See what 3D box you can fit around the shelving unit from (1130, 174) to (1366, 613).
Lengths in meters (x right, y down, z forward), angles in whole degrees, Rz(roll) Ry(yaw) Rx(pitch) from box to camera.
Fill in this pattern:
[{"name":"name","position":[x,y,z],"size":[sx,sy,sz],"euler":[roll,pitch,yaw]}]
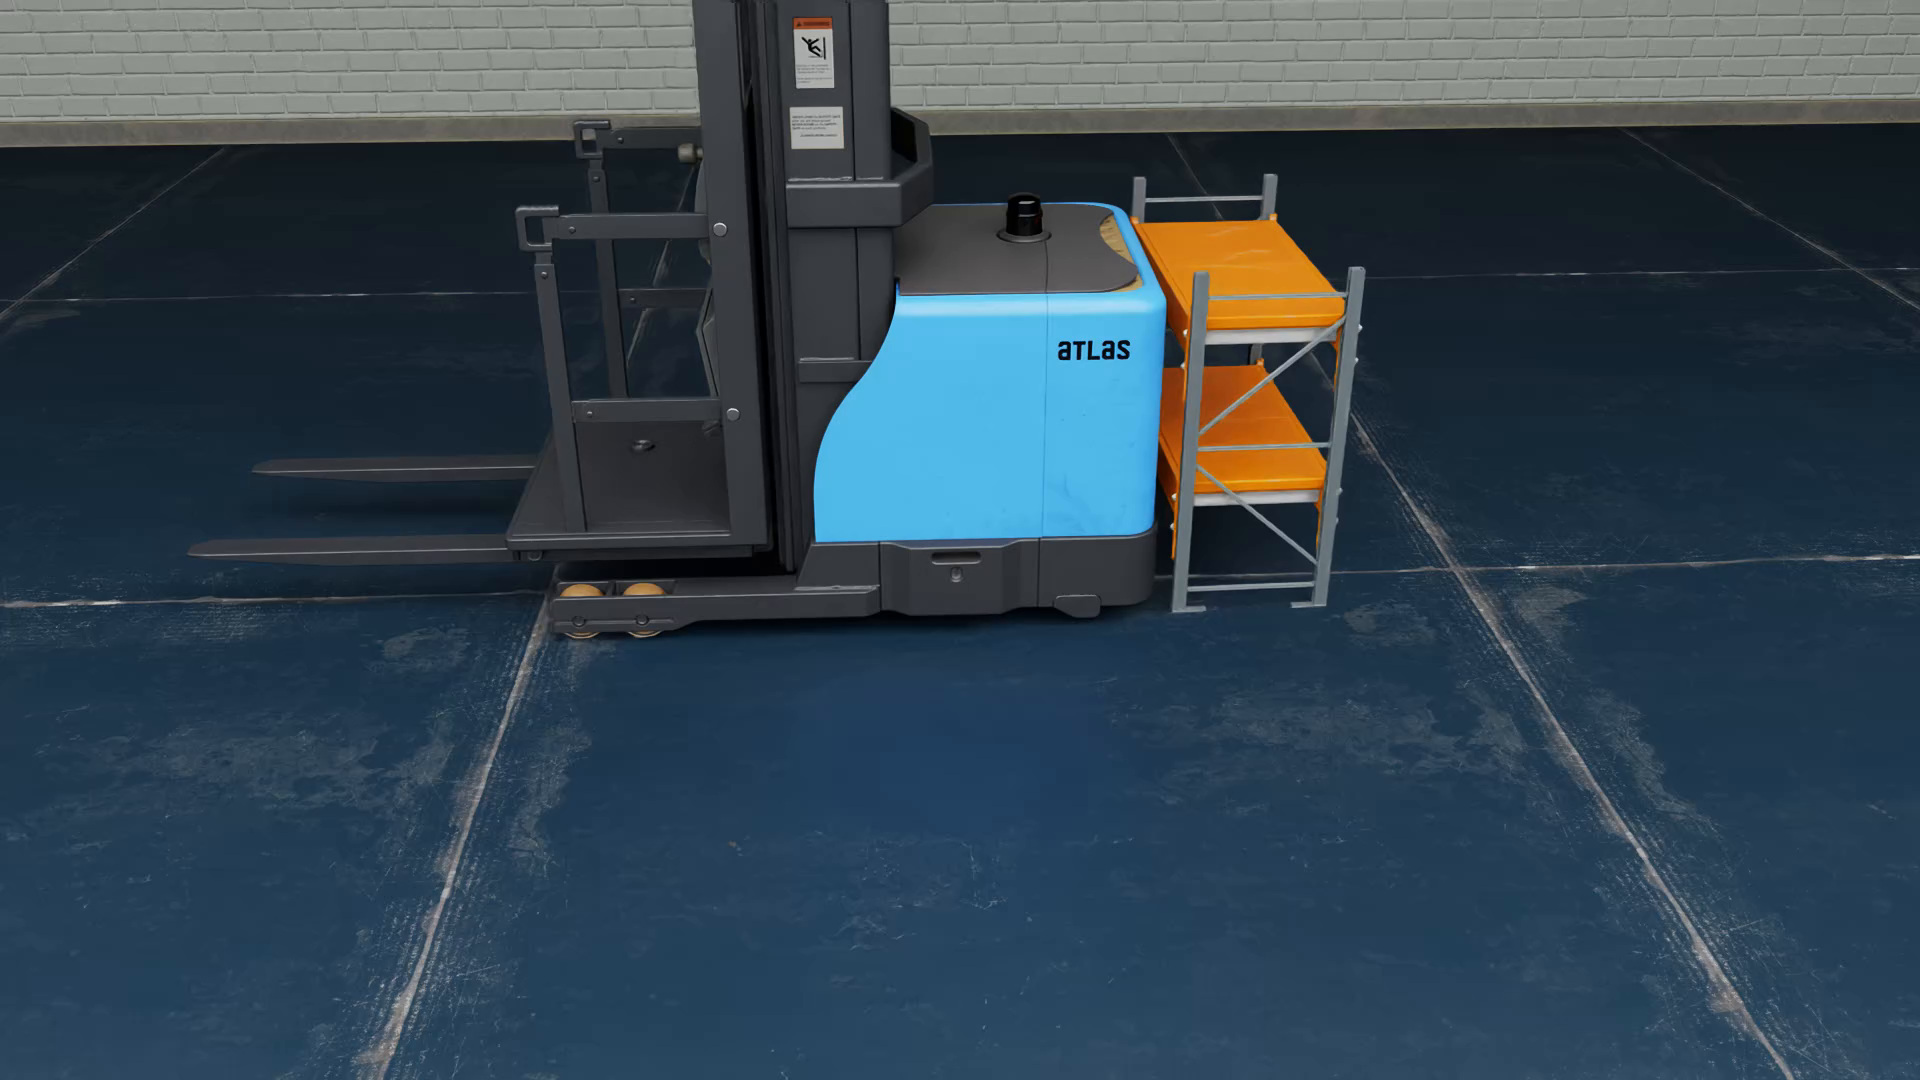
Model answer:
[{"name":"shelving unit","position":[0.884,-0.516,5.522],"size":[0.538,1.125,1.048],"euler":[-2,28,-4]}]

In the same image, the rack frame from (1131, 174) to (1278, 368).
[{"name":"rack frame","position":[0.842,-0.750,5.971],"size":[0.500,1.125,0.032],"euler":[-2,28,-4]}]

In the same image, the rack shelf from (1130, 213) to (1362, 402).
[{"name":"rack shelf","position":[0.884,-0.775,5.387],"size":[0.538,0.278,1.000],"euler":[-2,28,-4]}]

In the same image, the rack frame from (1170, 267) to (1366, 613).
[{"name":"rack frame","position":[0.925,-0.281,5.073],"size":[0.500,1.125,0.032],"euler":[-2,28,-4]}]

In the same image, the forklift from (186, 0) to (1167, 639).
[{"name":"forklift","position":[-0.916,-1.243,4.964],"size":[3.031,2.935,1.130],"euler":[-1,28,-2]}]

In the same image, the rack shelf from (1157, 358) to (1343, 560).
[{"name":"rack shelf","position":[0.883,-0.299,5.635],"size":[0.538,0.278,1.000],"euler":[-2,28,-4]}]
